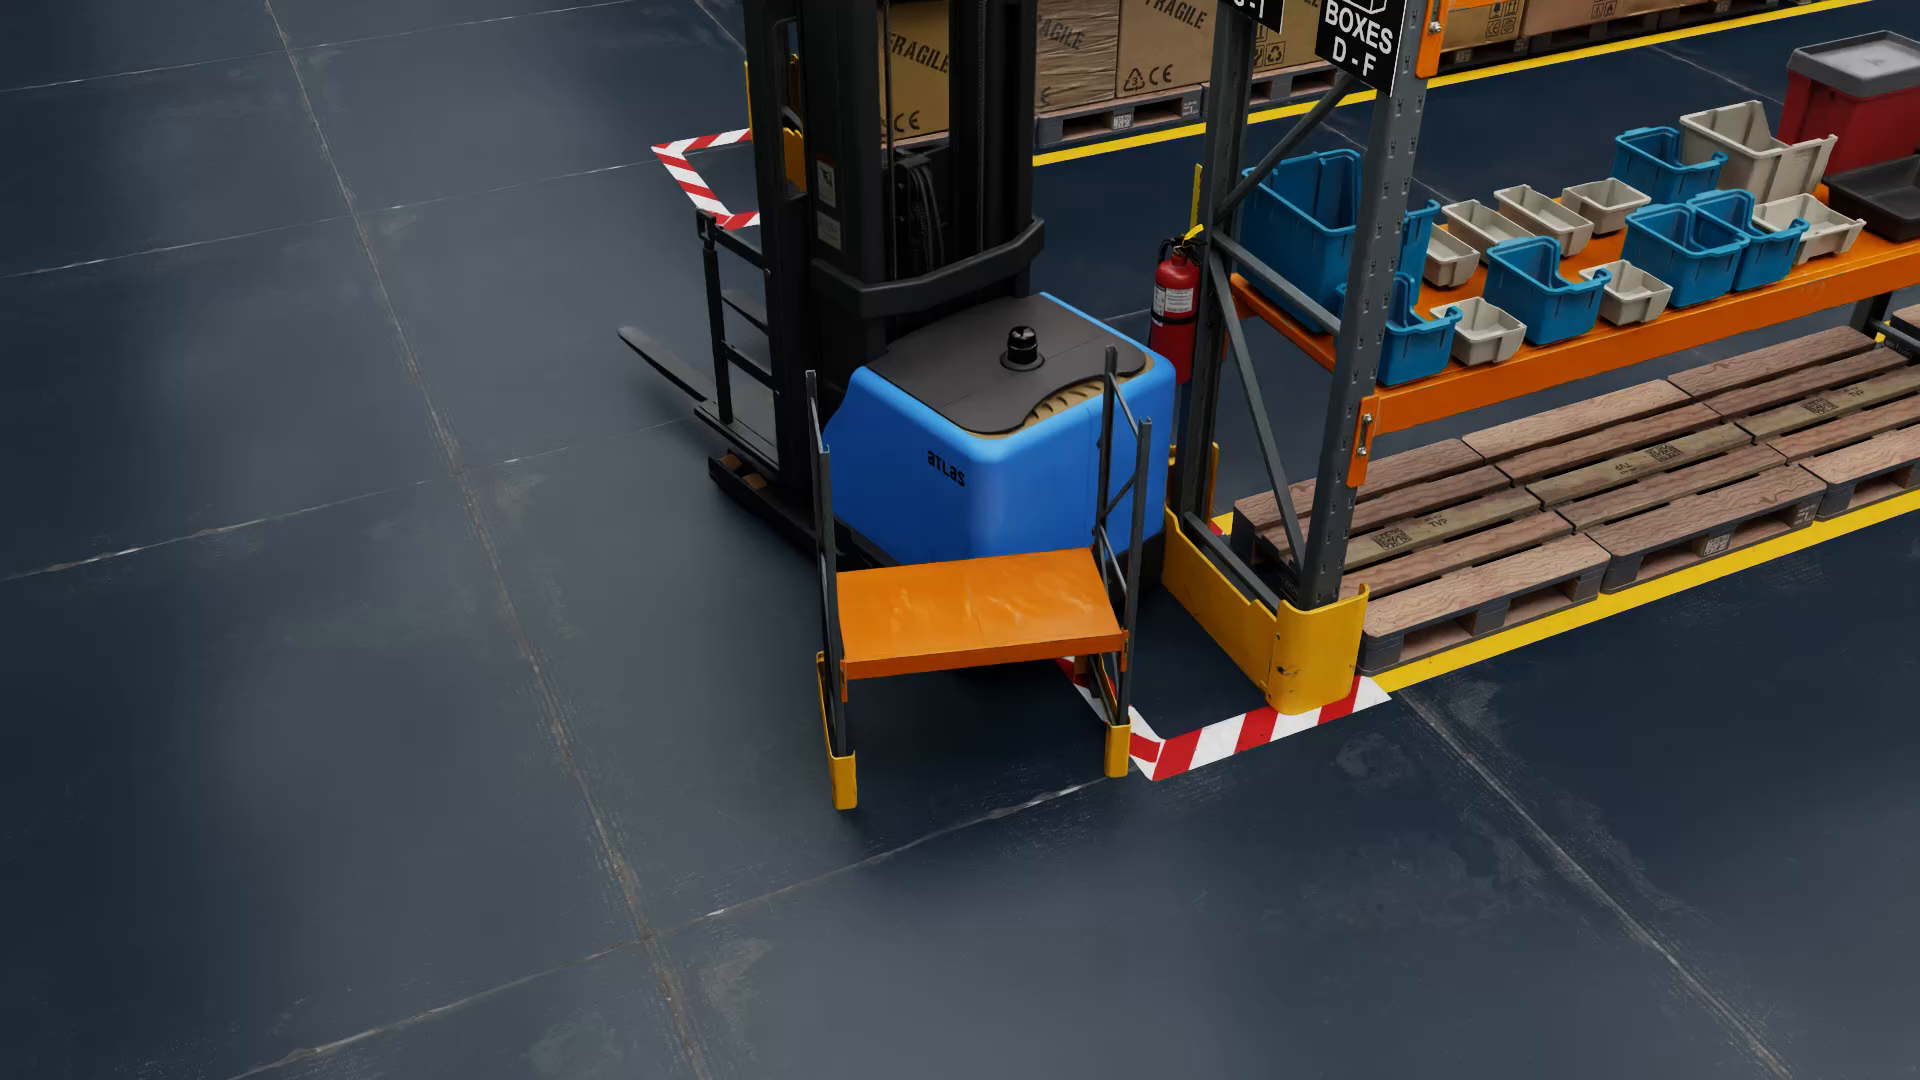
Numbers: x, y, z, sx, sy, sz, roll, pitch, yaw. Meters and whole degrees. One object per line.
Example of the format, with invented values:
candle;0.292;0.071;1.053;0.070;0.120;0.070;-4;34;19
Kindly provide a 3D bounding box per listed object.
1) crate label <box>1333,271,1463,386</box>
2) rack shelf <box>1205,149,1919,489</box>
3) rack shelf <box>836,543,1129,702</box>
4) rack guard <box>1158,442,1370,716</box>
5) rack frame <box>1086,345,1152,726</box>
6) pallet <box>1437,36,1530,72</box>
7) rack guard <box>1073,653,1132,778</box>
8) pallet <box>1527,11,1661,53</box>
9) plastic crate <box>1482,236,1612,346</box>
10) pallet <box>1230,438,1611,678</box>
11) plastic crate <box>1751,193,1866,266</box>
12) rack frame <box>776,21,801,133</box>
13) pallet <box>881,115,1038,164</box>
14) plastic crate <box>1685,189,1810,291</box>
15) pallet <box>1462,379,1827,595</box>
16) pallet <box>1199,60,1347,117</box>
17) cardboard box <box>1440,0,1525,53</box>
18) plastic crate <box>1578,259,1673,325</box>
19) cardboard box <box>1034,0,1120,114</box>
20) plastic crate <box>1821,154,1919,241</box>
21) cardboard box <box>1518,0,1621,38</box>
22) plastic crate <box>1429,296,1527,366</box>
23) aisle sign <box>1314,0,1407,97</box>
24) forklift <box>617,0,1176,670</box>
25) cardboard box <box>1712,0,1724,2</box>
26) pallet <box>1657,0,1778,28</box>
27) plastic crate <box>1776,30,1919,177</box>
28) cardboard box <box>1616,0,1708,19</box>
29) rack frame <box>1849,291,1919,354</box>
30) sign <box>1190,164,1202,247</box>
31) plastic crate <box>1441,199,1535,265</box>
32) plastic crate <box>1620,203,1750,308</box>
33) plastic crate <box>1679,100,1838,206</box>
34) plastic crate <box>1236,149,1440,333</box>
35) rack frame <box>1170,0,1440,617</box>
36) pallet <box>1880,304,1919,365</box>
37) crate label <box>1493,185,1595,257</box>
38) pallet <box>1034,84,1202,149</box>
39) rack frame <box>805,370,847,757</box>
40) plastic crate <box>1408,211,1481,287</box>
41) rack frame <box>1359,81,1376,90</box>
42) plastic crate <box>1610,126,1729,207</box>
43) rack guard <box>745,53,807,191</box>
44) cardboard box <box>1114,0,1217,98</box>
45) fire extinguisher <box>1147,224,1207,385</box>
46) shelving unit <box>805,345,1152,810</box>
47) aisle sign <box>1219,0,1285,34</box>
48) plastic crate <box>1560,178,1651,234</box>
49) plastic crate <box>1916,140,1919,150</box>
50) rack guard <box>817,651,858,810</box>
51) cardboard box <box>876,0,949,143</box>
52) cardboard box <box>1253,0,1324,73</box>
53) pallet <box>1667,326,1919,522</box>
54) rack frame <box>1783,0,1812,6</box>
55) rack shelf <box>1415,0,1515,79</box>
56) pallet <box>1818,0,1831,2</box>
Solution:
crate label;1.517;-0.735;5.813;0.303;0.233;0.416;-16;39;-20
rack shelf;2.964;-1.111;6.833;4.000;0.370;1.077;-16;39;-20
rack shelf;0.047;0.284;5.910;1.000;0.185;0.538;-6;37;-7
rack guard;1.137;0.124;6.664;0.348;0.500;1.175;-16;39;-20
rack frame;0.549;0.091;5.868;0.032;1.500;0.500;-6;37;-7
pallet;3.337;-3.693;12.052;1.213;0.211;1.003;-16;39;-20
rack guard;0.530;0.595;6.238;0.087;0.250;0.587;-6;37;-7
pallet;4.443;-4.004;12.471;1.213;0.211;1.003;-16;39;-20
plastic crate;2.113;-0.902;6.038;0.300;0.233;0.416;-16;39;-20
pallet;1.917;0.039;7.021;1.213;0.211;1.003;-16;39;-20
plastic crate;3.326;-1.221;6.549;0.466;0.136;0.293;-16;39;-20
rack frame;-0.951;-3.564;9.538;0.127;3.000;1.000;-16;39;-20
pallet;-0.260;-2.689;10.698;1.213;0.211;1.003;-16;39;-20
plastic crate;2.981;-1.144;6.365;0.300;0.233;0.416;-16;39;-20
pallet;3.020;-0.268;7.434;1.213;0.211;1.003;-16;39;-20
pallet;1.949;-3.307;11.531;1.213;0.211;1.003;-16;39;-20
cardboard box;3.241;-4.065;11.644;0.875;0.875;1.225;-15;39;-20
plastic crate;2.457;-0.905;6.123;0.298;0.136;0.250;-16;39;-20
cardboard box;0.418;-3.315;10.633;0.875;0.875;0.875;-16;39;-20
plastic crate;3.876;-1.391;6.788;0.590;0.125;0.437;-16;39;-20
cardboard box;4.050;-4.292;11.949;0.875;0.875;1.225;-17;40;-21
plastic crate;1.843;-0.733;5.891;0.298;0.136;0.250;-16;39;-20
aisle sign;1.215;-1.759;4.922;0.004;0.787;0.394;-16;39;-20
forklift;-0.483;-1.481;6.787;1.130;2.935;3.031;-27;44;-31
cardboard box;5.658;-4.741;12.555;0.875;0.875;1.225;-17;40;-22
pallet;5.546;-4.310;12.884;1.213;0.211;1.003;-16;39;-20
plastic crate;3.860;-1.865;7.142;0.583;0.464;0.402;-16;39;-20
cardboard box;4.847;-4.520;12.257;0.875;0.875;1.225;-15;39;-20
rack frame;4.775;-1.906;7.302;0.127;3.000;1.000;-16;39;-20
sign;0.905;-1.251;6.282;0.005;0.325;0.100;-16;39;-20
plastic crate;2.083;-1.181;6.496;0.243;0.136;0.396;-16;39;-20
plastic crate;2.709;-1.068;6.263;0.300;0.233;0.416;-16;39;-20
plastic crate;3.314;-1.595;6.932;0.530;0.282;0.437;-16;39;-20
plastic crate;1.377;-1.117;6.158;0.499;0.435;0.616;-16;39;-20
rack frame;1.154;-0.893;5.937;0.127;3.000;1.000;-16;39;-20
pallet;5.491;-0.959;8.365;1.213;0.211;1.003;-16;39;-20
crate label;2.325;-1.265;6.608;0.243;0.136;0.396;-16;39;-20
pallet;0.843;-2.995;11.111;1.213;0.211;1.003;-16;39;-20
rack frame;-0.455;0.188;5.737;0.032;1.500;0.500;-6;37;-7
plastic crate;1.815;-1.116;6.407;0.243;0.136;0.396;-16;39;-20
rack frame;2.670;-4.577;10.903;0.127;3.000;1.000;-16;39;-20
plastic crate;2.904;-1.508;6.856;0.300;0.233;0.416;-16;39;-20
rack guard;-0.972;-2.554;10.274;0.348;0.500;1.175;-16;39;-20
cardboard box;1.224;-3.540;10.936;0.875;0.875;0.875;-16;39;-20
fire extinguisher;0.824;-0.919;6.350;0.183;0.674;0.296;-16;39;-20
shelving unit;0.038;0.141;5.801;1.083;1.500;0.587;-6;37;-7
aisle sign;0.964;-2.077;5.351;0.004;0.787;0.394;-16;39;-20
plastic crate;2.585;-1.350;6.723;0.250;0.136;0.298;-16;39;-20
plastic crate;4.293;-1.783;7.307;0.243;0.136;0.396;-16;39;-20
rack guard;-0.453;0.690;6.109;0.087;0.250;0.587;-6;37;-7
cardboard box;-0.405;-3.085;10.322;0.875;0.875;0.875;-16;39;-20
cardboard box;2.039;-3.768;11.244;0.875;0.875;0.875;-16;39;-20
pallet;4.126;-0.579;7.853;1.213;0.211;1.003;-16;39;-20
rack frame;6.291;-5.589;12.268;0.127;3.000;1.000;-16;39;-20
rack shelf;2.964;-2.315;5.940;4.000;0.370;1.077;-16;39;-20
pallet;6.999;-4.666;13.364;1.213;0.211;1.003;-16;39;-20
